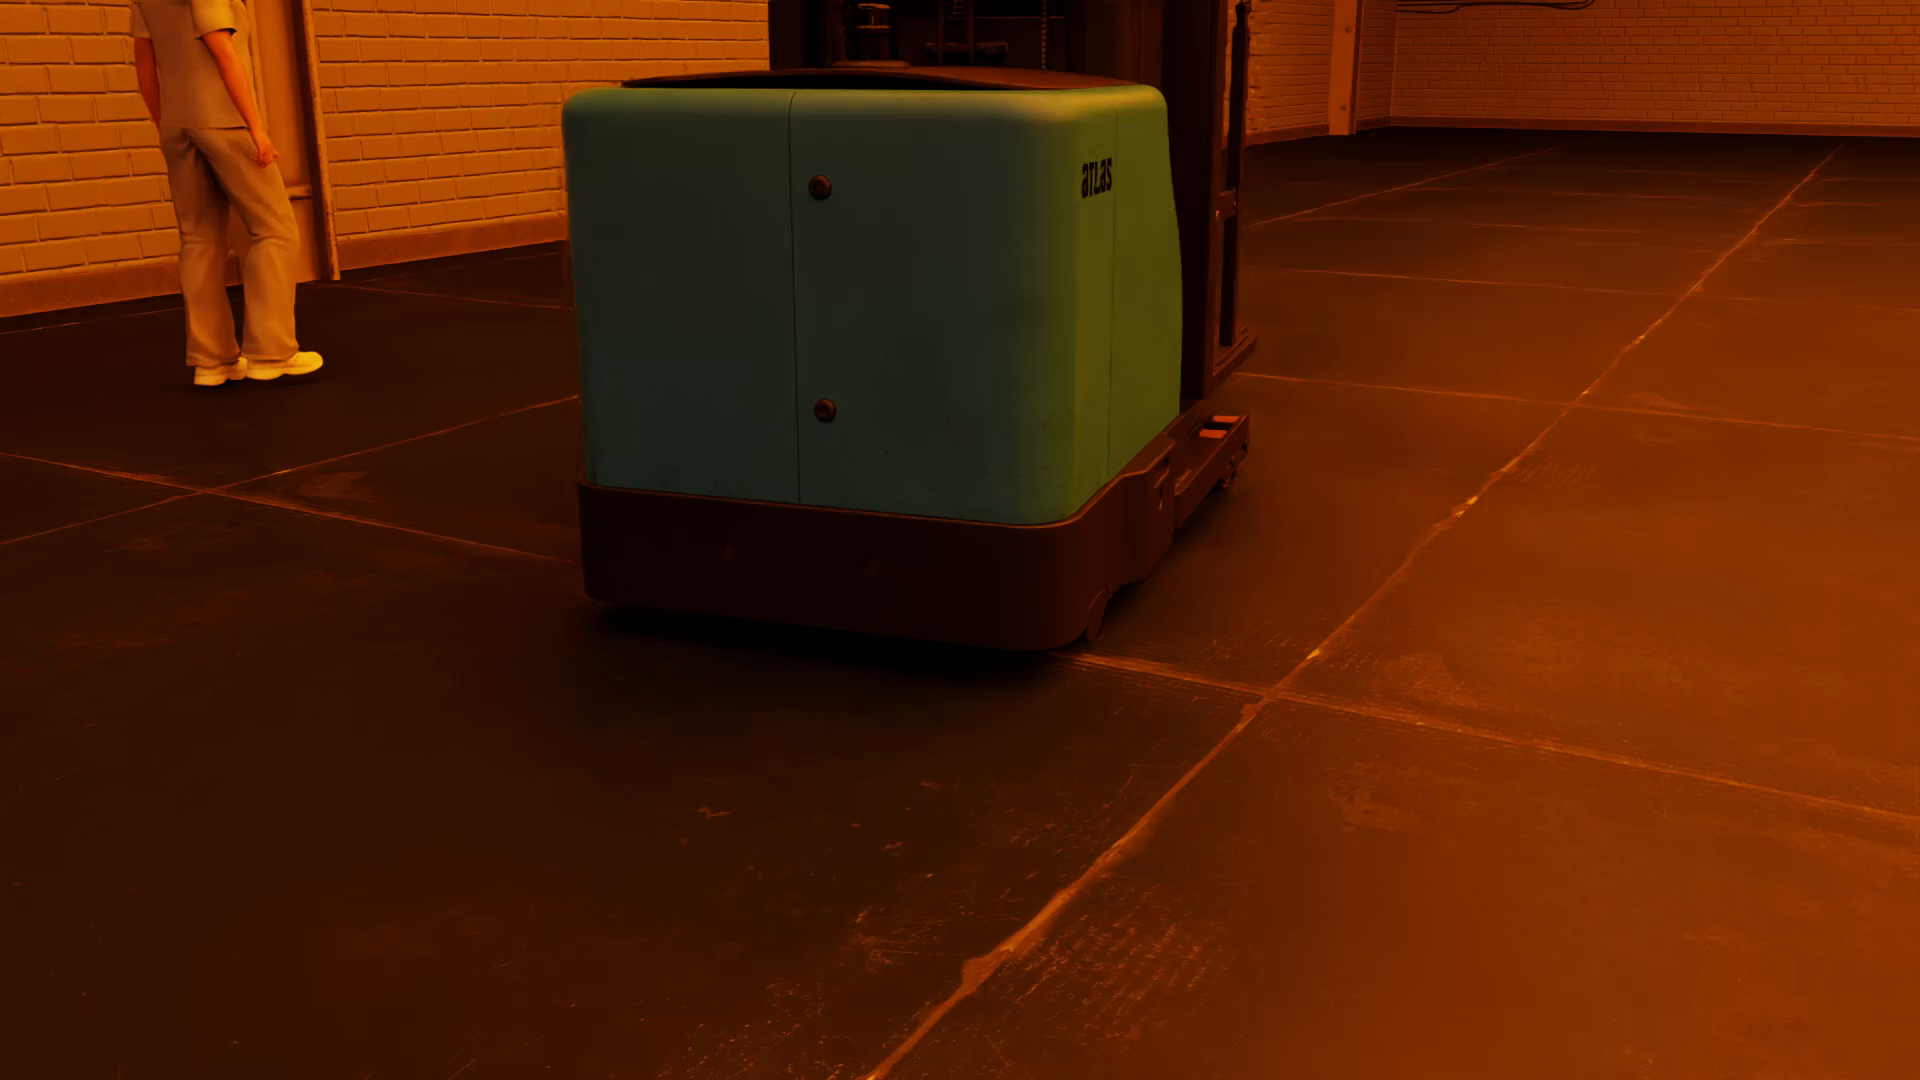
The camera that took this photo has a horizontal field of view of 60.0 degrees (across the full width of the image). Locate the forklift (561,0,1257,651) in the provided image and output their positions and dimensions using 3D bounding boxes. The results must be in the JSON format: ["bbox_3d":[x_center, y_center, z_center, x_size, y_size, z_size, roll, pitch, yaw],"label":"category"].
[{"bbox_3d":[0.186,-1.574,4.199,1.130,2.935,3.031,6,17,18],"label":"forklift"}]

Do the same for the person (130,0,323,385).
[{"bbox_3d":[-2.521,-1.368,5.678,0.543,1.680,0.407,8,18,27],"label":"person"}]
